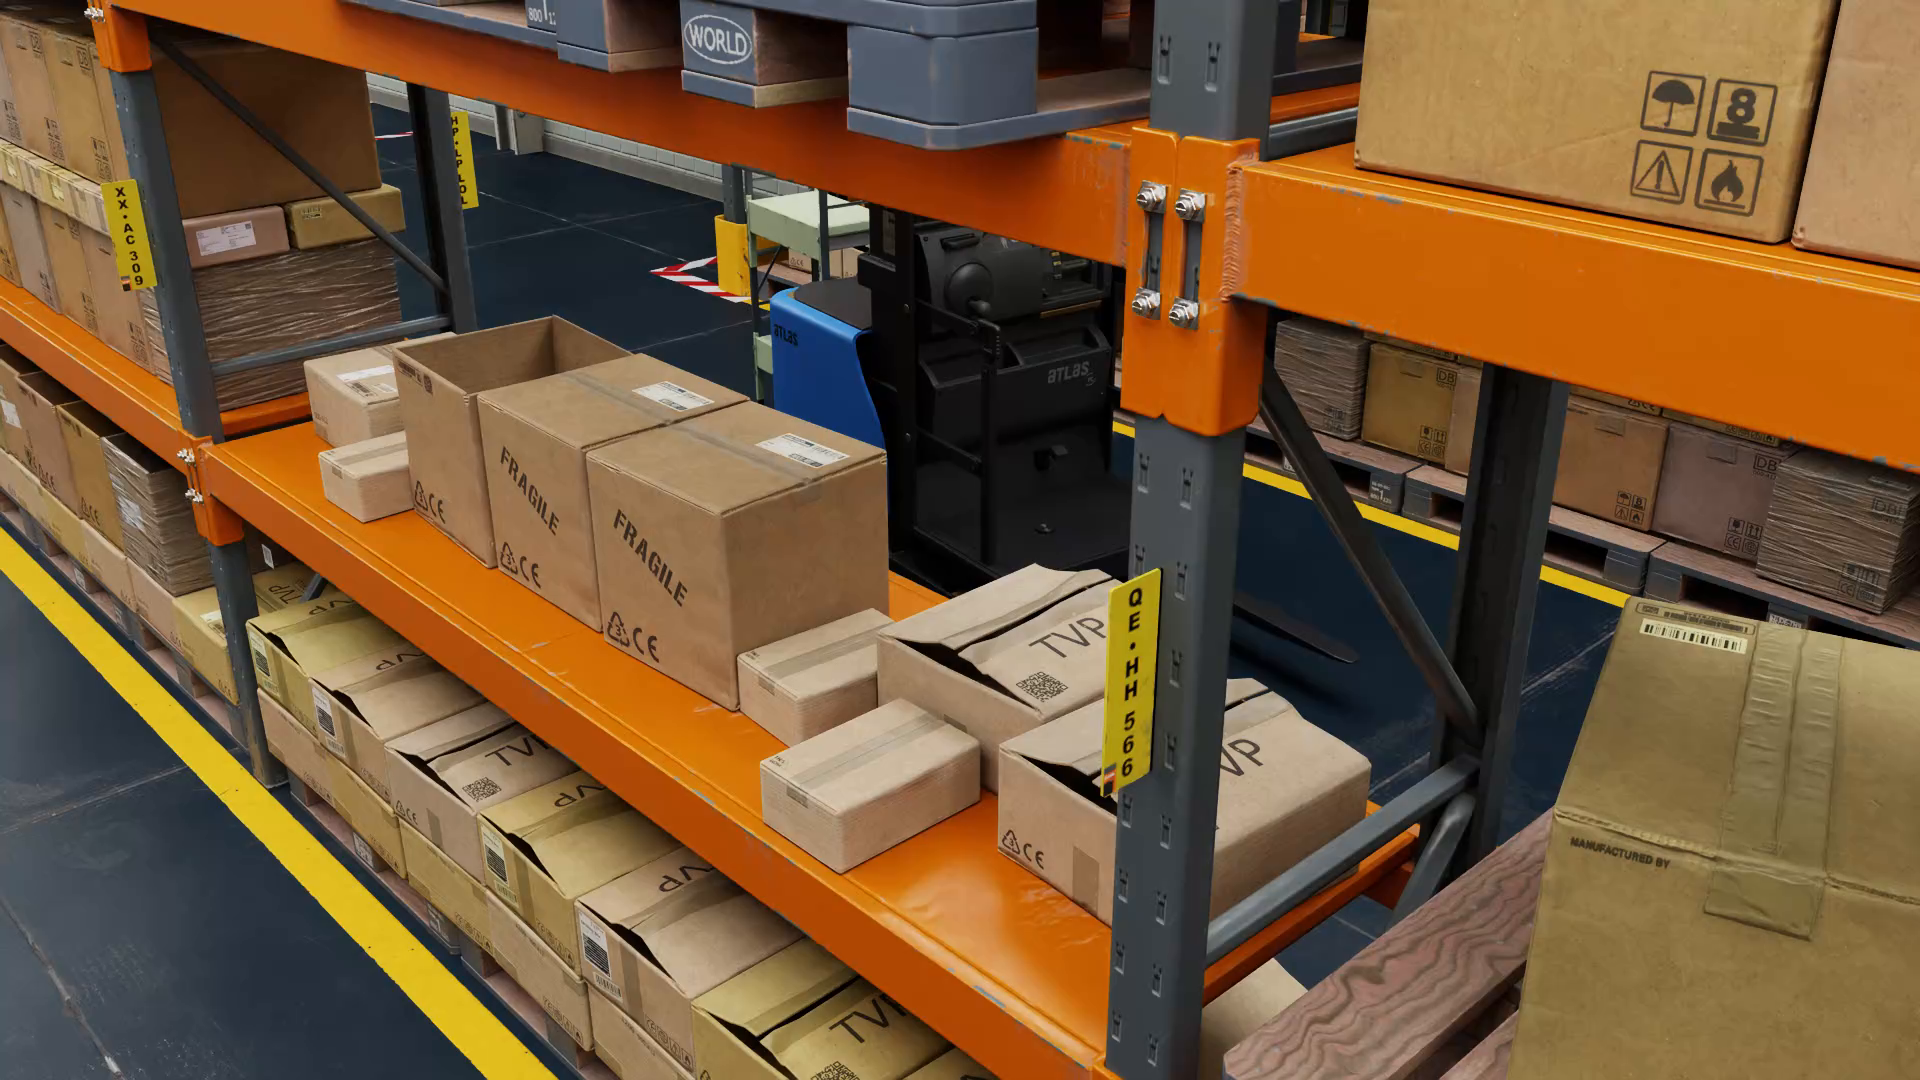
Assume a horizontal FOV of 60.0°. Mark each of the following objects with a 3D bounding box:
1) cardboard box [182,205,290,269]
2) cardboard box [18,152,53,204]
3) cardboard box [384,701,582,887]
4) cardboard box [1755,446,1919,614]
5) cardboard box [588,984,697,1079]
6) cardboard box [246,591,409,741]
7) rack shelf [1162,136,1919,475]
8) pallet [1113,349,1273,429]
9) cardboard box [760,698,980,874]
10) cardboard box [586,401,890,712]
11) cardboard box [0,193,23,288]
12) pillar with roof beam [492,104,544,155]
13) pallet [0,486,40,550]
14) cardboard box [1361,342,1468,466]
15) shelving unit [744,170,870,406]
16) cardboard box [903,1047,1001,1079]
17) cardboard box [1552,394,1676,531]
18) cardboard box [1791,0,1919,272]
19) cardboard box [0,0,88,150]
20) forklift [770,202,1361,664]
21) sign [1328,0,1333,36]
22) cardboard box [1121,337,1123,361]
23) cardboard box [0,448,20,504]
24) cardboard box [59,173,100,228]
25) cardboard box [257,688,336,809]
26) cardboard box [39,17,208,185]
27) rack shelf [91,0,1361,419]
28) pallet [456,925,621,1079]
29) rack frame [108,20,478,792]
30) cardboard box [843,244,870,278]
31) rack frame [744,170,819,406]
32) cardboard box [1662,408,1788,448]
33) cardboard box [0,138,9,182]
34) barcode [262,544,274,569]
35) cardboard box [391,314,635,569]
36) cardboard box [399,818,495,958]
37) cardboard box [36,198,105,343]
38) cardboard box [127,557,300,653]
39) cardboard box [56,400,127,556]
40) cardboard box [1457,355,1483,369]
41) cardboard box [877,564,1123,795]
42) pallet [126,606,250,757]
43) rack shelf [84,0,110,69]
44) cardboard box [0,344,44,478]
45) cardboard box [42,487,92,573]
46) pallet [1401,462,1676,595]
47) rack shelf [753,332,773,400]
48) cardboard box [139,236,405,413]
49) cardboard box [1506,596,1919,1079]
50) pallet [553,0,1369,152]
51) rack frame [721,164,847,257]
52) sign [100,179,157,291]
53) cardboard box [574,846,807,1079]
[{"bbox_3d":[-2.438,-1.005,5.437,0.380,0.149,0.250,-21,32,-38],"label":"cardboard box"},{"bbox_3d":[-3.304,-1.390,6.282,0.380,0.149,0.250,-20,31,-37],"label":"cardboard box"},{"bbox_3d":[-1.302,0.667,4.805,0.500,0.311,0.500,23,33,40],"label":"cardboard box"},{"bbox_3d":[3.722,-0.104,6.845,0.700,0.500,0.500,-21,32,-38],"label":"cardboard box"},{"bbox_3d":[-0.596,1.230,4.246,0.500,0.250,0.500,-20,31,-37],"label":"cardboard box"},{"bbox_3d":[-1.995,0.358,5.483,0.500,0.311,0.500,-21,32,-38],"label":"cardboard box"},{"bbox_3d":[2.006,0.137,1.088,1.077,0.370,4.000,-21,32,-38],"label":"rack shelf"},{"bbox_3d":[1.033,-0.974,9.631,1.003,0.211,1.213,-21,32,-38],"label":"pallet"},{"bbox_3d":[-0.178,0.489,3.367,0.380,0.149,0.250,-21,32,-38],"label":"cardboard box"},{"bbox_3d":[-0.520,0.020,3.972,0.500,0.500,0.500,22,32,39],"label":"cardboard box"},{"bbox_3d":[-3.822,-1.445,7.184,0.700,0.500,0.500,-21,32,-38],"label":"cardboard box"},{"bbox_3d":[-7.350,-6.621,11.420,9.100,9.000,0.400,-21,32,-38],"label":"pillar with roof beam"},{"bbox_3d":[-4.276,-0.366,8.299,1.003,0.211,1.213,-21,32,-38],"label":"pallet"},{"bbox_3d":[2.423,-0.752,8.265,0.700,0.500,0.500,-22,32,-39],"label":"cardboard box"},{"bbox_3d":[-0.700,-1.135,8.430,0.431,1.500,0.755,-16,29,-32],"label":"shelving unit"},{"bbox_3d":[0.101,1.285,3.451,0.500,0.311,0.500,-20,31,-37],"label":"cardboard box"},{"bbox_3d":[3.094,-0.435,7.572,0.700,0.500,0.500,-21,32,-39],"label":"cardboard box"},{"bbox_3d":[1.310,-0.564,1.638,0.910,0.500,0.500,-21,32,-38],"label":"cardboard box"},{"bbox_3d":[-3.432,-1.867,6.546,0.700,0.500,0.500,-21,32,-38],"label":"cardboard box"},{"bbox_3d":[0.362,-1.120,6.673,1.130,2.935,3.031,-16,29,-32],"label":"forklift"},{"bbox_3d":[1.921,-2.735,8.736,0.100,0.325,0.005,-21,32,-38],"label":"sign"},{"bbox_3d":[1.130,-1.114,9.462,0.250,0.166,0.380,19,31,35],"label":"cardboard box"},{"bbox_3d":[-4.281,-0.419,7.861,0.500,0.250,0.500,-21,32,-38],"label":"cardboard box"},{"bbox_3d":[-2.966,-1.239,5.949,0.380,0.149,0.250,-21,32,-39],"label":"cardboard box"},{"bbox_3d":[-2.001,0.609,5.607,0.500,0.250,0.500,-22,33,-40],"label":"cardboard box"},{"bbox_3d":[-2.750,-1.564,5.881,0.700,0.500,0.500,-21,32,-39],"label":"cardboard box"},{"bbox_3d":[-0.728,-1.074,3.744,1.077,0.370,4.000,-21,32,-38],"label":"rack shelf"},{"bbox_3d":[-0.725,1.208,4.849,1.003,0.211,1.213,-21,32,-38],"label":"pallet"},{"bbox_3d":[-2.095,-0.643,5.545,1.000,3.000,0.127,-21,32,-38],"label":"rack frame"},{"bbox_3d":[-0.419,-1.830,10.857,0.500,0.311,0.500,-18,30,-34],"label":"cardboard box"},{"bbox_3d":[-0.911,-1.259,8.703,0.400,1.500,0.023,-16,29,-32],"label":"rack frame"},{"bbox_3d":[3.378,-0.635,7.107,0.500,0.250,0.500,-20,32,-38],"label":"cardboard box"},{"bbox_3d":[-3.668,-1.550,6.631,0.380,0.149,0.250,-21,32,-38],"label":"cardboard box"},{"bbox_3d":[-2.225,0.053,5.345,0.001,0.075,0.075,-21,32,-38],"label":"barcode"},{"bbox_3d":[-1.222,-0.292,4.655,0.500,0.500,0.500,-19,30,-35],"label":"cardboard box"},{"bbox_3d":[-1.296,0.921,4.924,0.500,0.250,0.500,-22,33,-40],"label":"cardboard box"},{"bbox_3d":[-3.109,-1.132,6.497,0.700,0.500,0.500,-21,32,-38],"label":"cardboard box"},{"bbox_3d":[-2.906,0.184,6.539,0.500,0.250,0.500,-21,32,-38],"label":"cardboard box"},{"bbox_3d":[-3.250,-0.308,6.714,0.500,0.500,0.500,-21,32,-38],"label":"cardboard box"},{"bbox_3d":[2.695,-0.946,7.788,0.500,0.250,0.500,-22,33,-40],"label":"cardboard box"},{"bbox_3d":[0.169,0.284,3.622,0.500,0.311,0.500,-22,32,-39],"label":"cardboard box"},{"bbox_3d":[-2.608,0.373,6.678,1.003,0.211,1.213,-21,32,-38],"label":"pallet"},{"bbox_3d":[-3.462,-2.286,6.400,1.077,0.370,4.000,-21,32,-38],"label":"rack shelf"},{"bbox_3d":[-3.931,-0.612,7.380,0.500,0.500,0.500,-21,32,-38],"label":"cardboard box"},{"bbox_3d":[-3.601,-0.114,7.194,0.500,0.250,0.500,-21,32,-38],"label":"cardboard box"},{"bbox_3d":[2.889,-0.176,7.880,1.003,0.211,1.213,-21,32,-38],"label":"pallet"},{"bbox_3d":[-0.700,-0.838,8.566,0.431,0.370,0.720,-16,29,-32],"label":"rack shelf"},{"bbox_3d":[-2.403,-0.821,5.815,0.700,0.500,0.500,-22,33,-40],"label":"cardboard box"},{"bbox_3d":[1.151,0.491,2.433,0.500,0.500,0.700,12,27,25],"label":"cardboard box"},{"bbox_3d":[0.109,-0.890,2.701,1.213,0.211,1.003,-19,31,-36],"label":"pallet"},{"bbox_3d":[-1.216,-3.261,11.285,1.000,3.000,0.127,-21,32,-38],"label":"rack frame"},{"bbox_3d":[-2.500,-0.915,5.003,0.100,0.325,0.005,-21,32,-38],"label":"sign"},{"bbox_3d":[-0.602,0.975,4.129,0.500,0.311,0.500,-21,32,-39],"label":"cardboard box"}]
